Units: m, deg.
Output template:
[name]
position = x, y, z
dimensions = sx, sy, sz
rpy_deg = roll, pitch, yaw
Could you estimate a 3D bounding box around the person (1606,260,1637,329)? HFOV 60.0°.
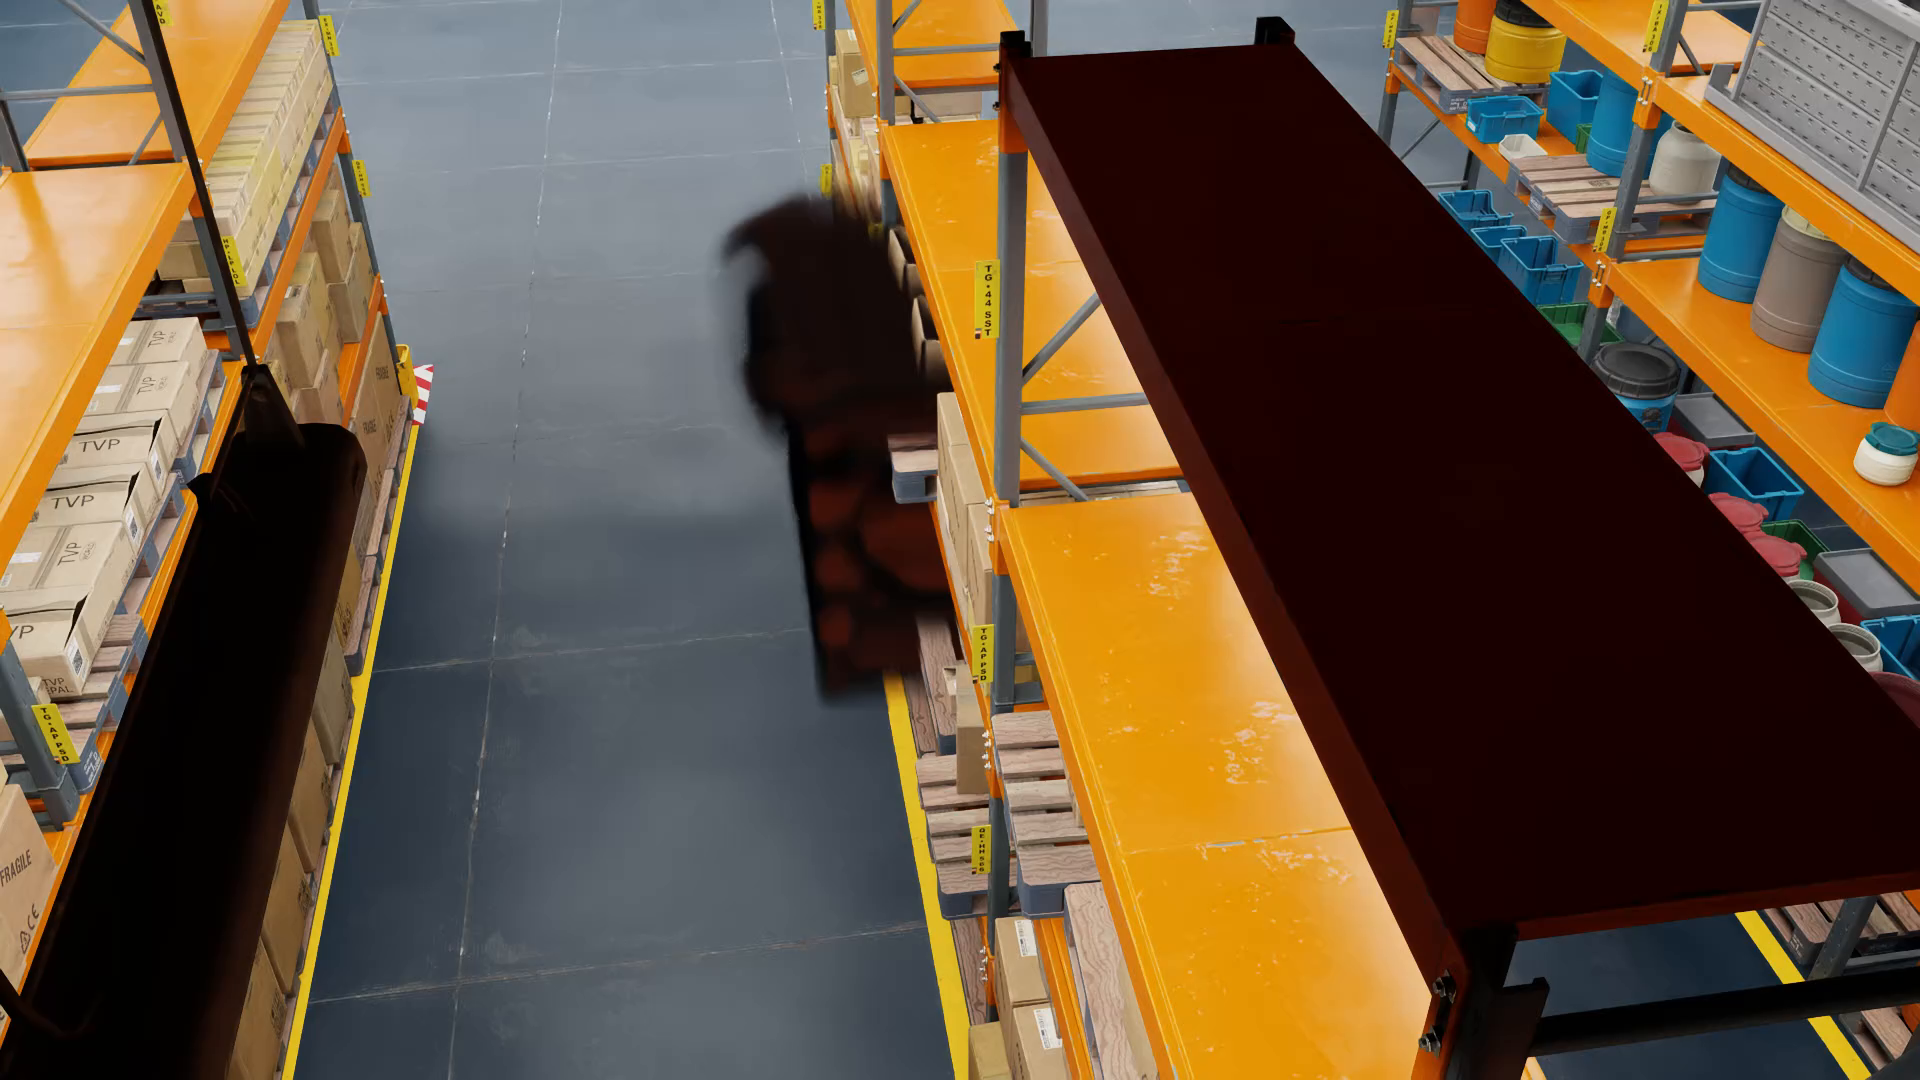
[person]
position = 6.191, -2.698, 15.625
dimensions = 0.412, 1.795, 0.640
rpy_deg = 7, 37, 10
